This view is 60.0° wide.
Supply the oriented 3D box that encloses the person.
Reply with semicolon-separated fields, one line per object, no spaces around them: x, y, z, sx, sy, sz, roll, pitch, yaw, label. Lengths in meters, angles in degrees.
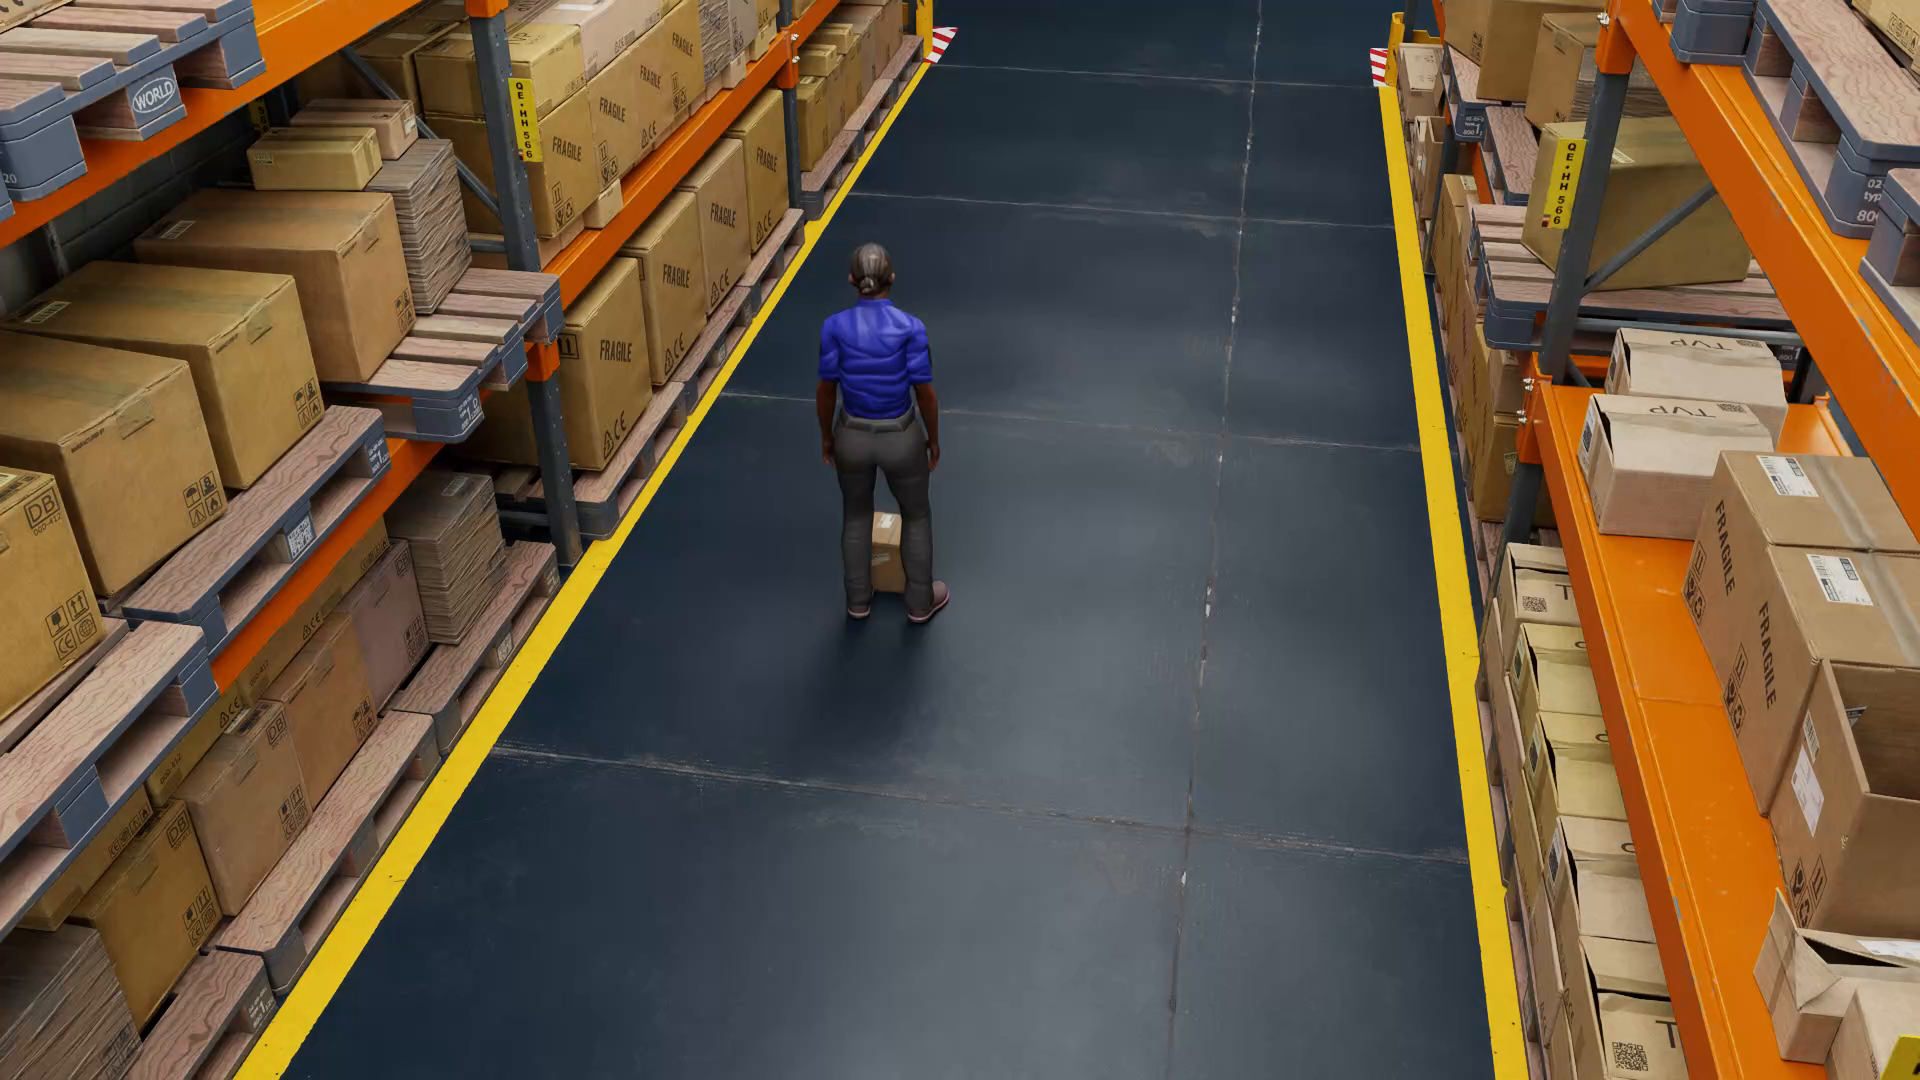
-0.315;-0.405;6.778;0.519;1.653;0.349;4;33;6;person
